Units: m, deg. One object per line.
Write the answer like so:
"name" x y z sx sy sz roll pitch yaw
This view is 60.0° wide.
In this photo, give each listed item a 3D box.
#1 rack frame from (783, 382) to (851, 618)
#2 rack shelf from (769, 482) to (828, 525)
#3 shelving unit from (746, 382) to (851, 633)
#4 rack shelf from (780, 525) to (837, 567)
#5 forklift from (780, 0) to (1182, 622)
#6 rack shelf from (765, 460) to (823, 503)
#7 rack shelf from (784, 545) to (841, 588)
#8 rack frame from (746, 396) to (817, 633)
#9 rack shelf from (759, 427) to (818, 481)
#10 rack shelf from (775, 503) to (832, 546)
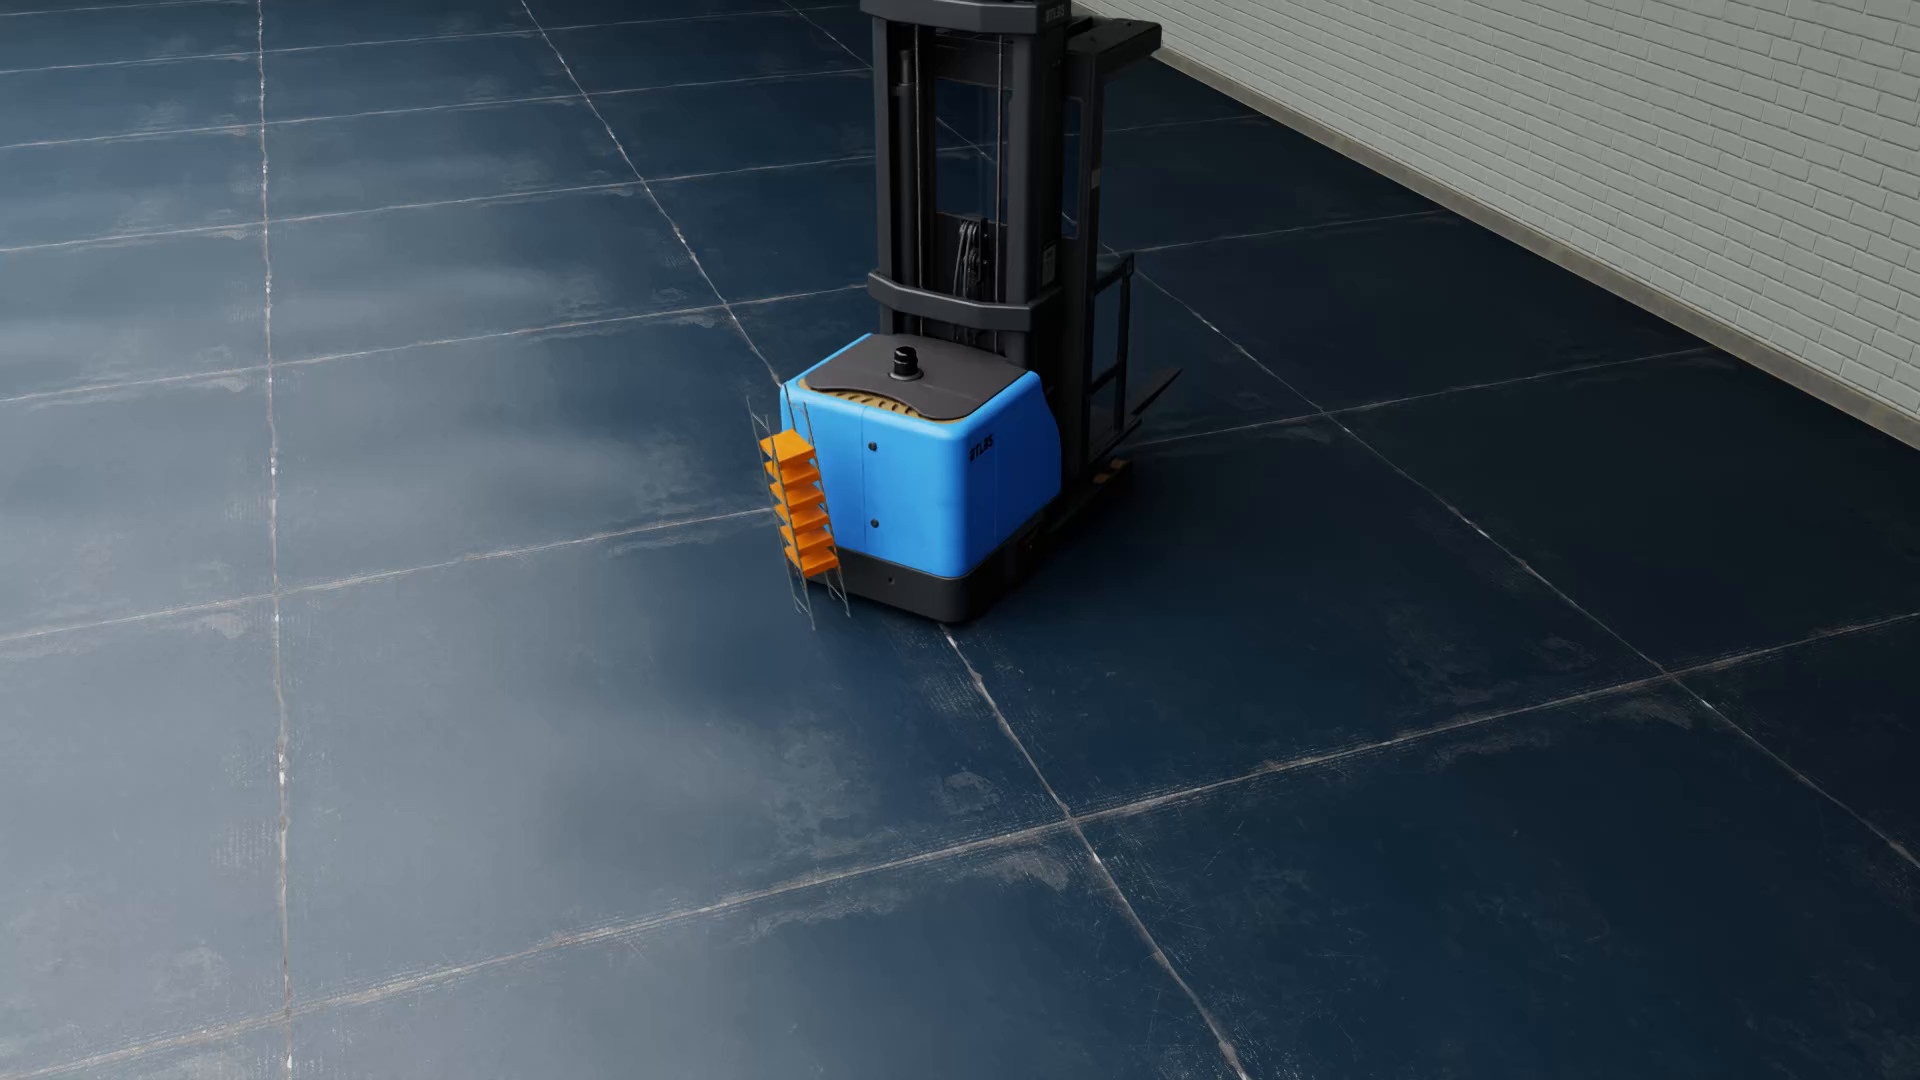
"rack frame" -0.664 -0.169 7.790 0.006 1.200 0.240 -22 36 -19
"rack shelf" -0.754 -0.198 7.719 0.180 0.103 0.258 -22 36 -19
"shelving unit" -0.744 -0.136 7.760 0.189 1.200 0.258 -22 36 -19
"rack shelf" -0.722 0.000 7.851 0.180 0.103 0.258 -22 36 -19
"forklift" 0.306 -1.577 8.558 1.130 2.935 3.031 16 33 26
"rack shelf" -0.770 -0.297 7.653 0.180 0.103 0.258 -22 36 -19
"rack shelf" -0.706 0.099 7.917 0.180 0.103 0.258 -22 36 -19
"rack frame" -0.824 -0.103 7.730 0.006 1.200 0.240 -22 36 -19
"rack shelf" -0.786 -0.396 7.586 0.180 0.103 0.258 -22 36 -19
"rack shelf" -0.738 -0.099 7.785 0.180 0.103 0.258 -22 36 -19
